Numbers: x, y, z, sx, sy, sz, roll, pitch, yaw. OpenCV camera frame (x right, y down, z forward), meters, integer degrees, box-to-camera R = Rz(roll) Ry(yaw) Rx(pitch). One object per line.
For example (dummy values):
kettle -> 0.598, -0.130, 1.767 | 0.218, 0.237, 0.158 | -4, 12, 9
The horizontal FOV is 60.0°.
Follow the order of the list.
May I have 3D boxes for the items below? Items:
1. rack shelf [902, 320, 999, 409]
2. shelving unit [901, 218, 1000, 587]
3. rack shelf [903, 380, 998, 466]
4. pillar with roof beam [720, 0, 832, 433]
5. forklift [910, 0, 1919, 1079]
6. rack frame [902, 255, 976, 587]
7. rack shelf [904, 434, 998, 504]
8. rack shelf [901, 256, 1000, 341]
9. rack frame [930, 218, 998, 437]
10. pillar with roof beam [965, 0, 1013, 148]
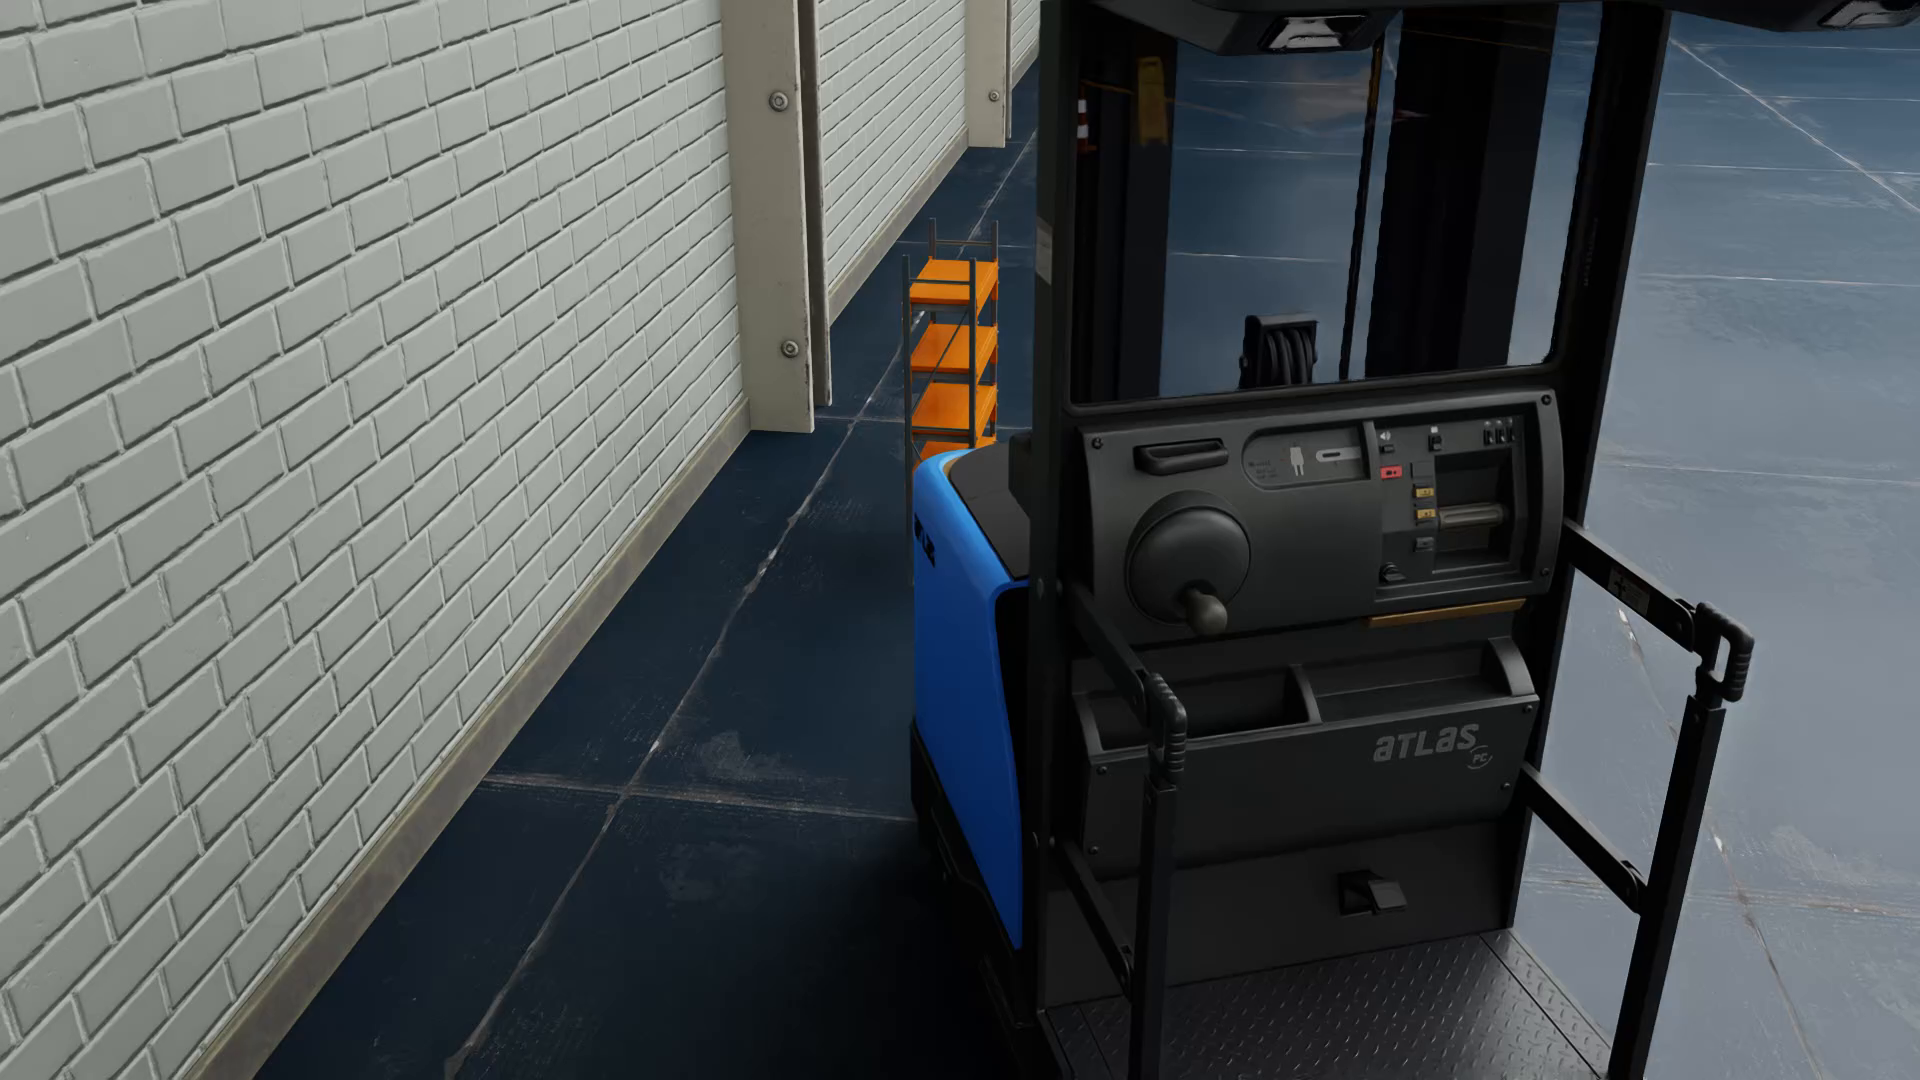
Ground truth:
rack shelf -> -0.027, -0.616, 5.781 | 0.258, 0.148, 0.480 | 4, 25, 9
shelving unit -> -0.027, -0.474, 5.848 | 0.258, 1.200, 0.503 | 4, 25, 9
rack shelf -> -0.027, -0.413, 5.876 | 0.258, 0.148, 0.480 | 4, 25, 9
pillar with roof beam -> 3.480, -4.337, 4.900 | 9.100, 9.000, 0.400 | 4, 25, 9
forklift -> 0.727, -0.022, 2.840 | 1.130, 2.935, 3.031 | -6, 26, -13
rack frame -> -0.067, -0.372, 5.630 | 0.240, 1.200, 0.015 | 4, 25, 9
rack shelf -> -0.027, -0.233, 5.960 | 0.258, 0.148, 0.480 | 4, 25, 9
rack shelf -> -0.027, -0.830, 5.681 | 0.258, 0.148, 0.480 | 4, 25, 9
rack frame -> 0.013, -0.576, 6.066 | 0.240, 1.200, 0.015 | 4, 25, 9
pillar with roof beam -> 4.460, -6.846, 10.261 | 9.100, 9.000, 0.400 | 4, 25, 9
